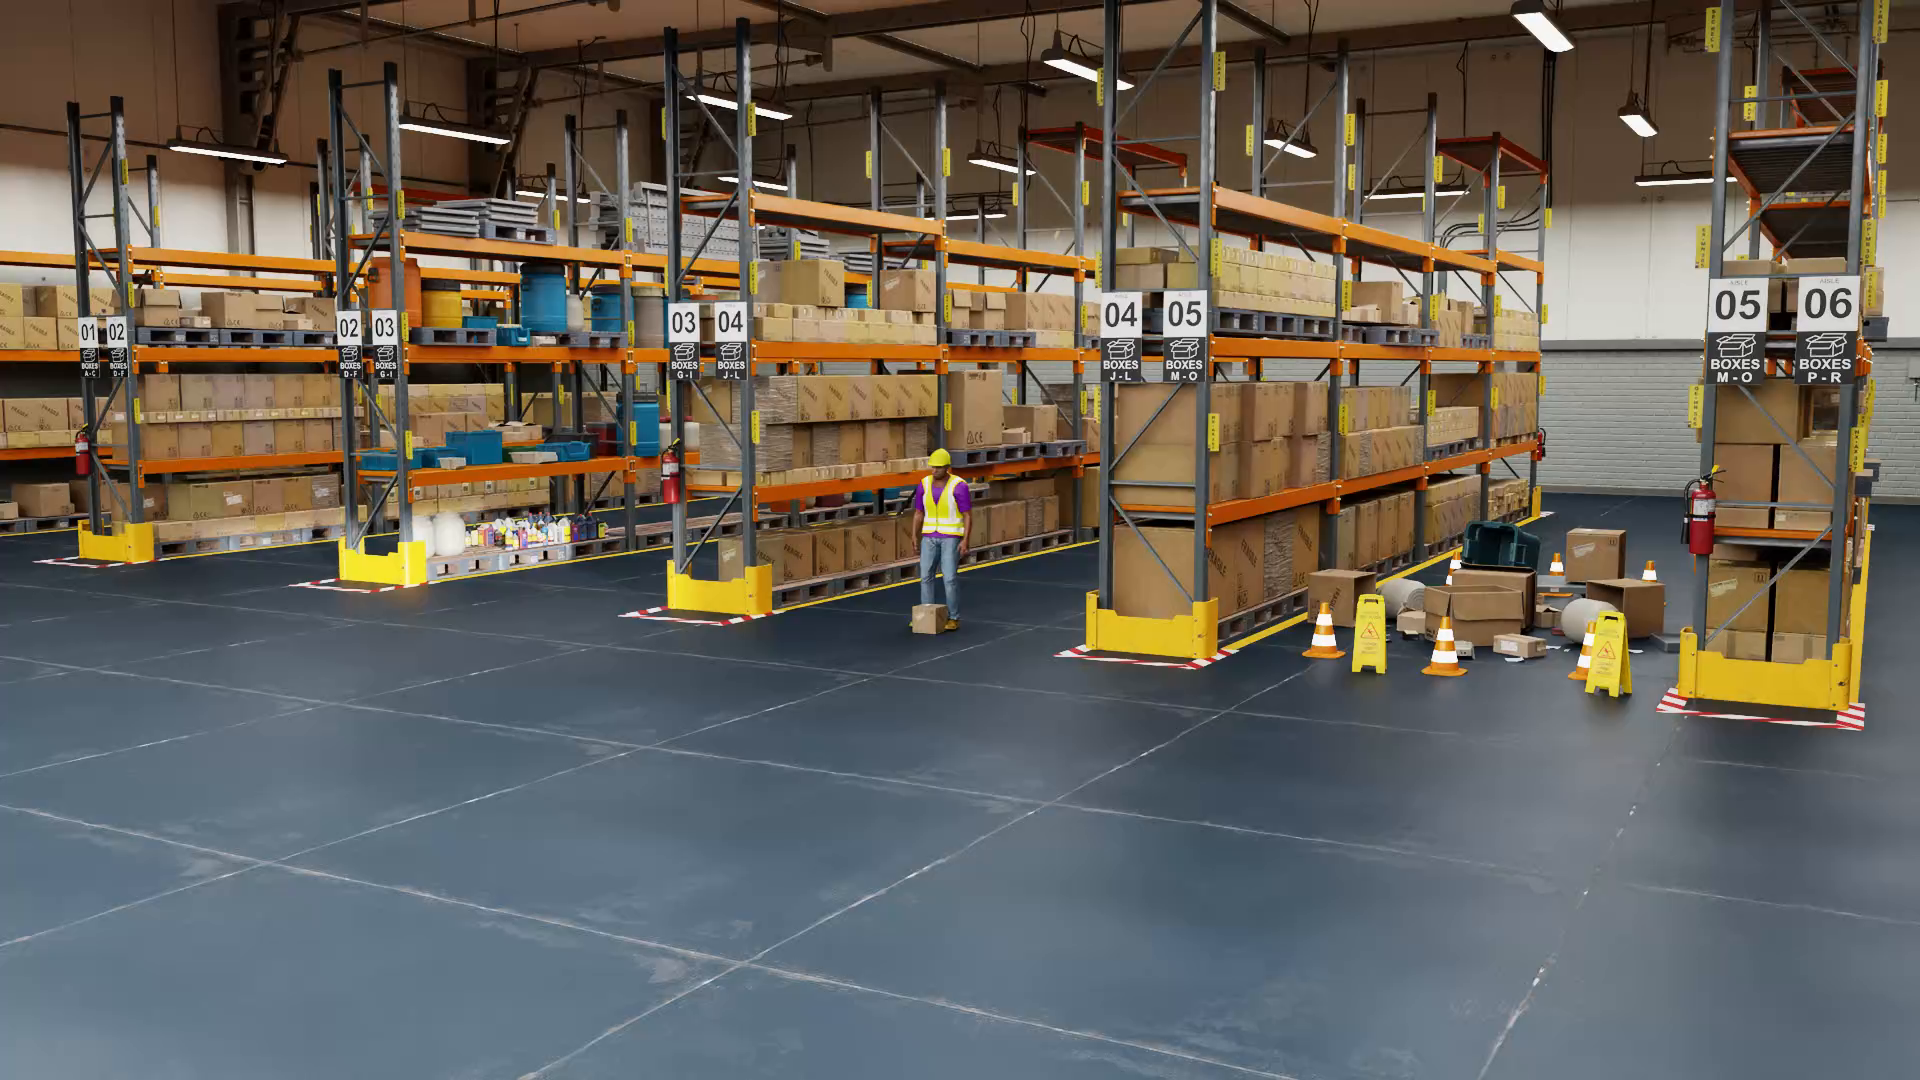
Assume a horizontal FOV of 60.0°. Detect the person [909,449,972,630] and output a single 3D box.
[{"bbox_3d":[-0.192,-0.012,16.169,0.630,1.760,0.462,3,7,25],"label":"person"}]
